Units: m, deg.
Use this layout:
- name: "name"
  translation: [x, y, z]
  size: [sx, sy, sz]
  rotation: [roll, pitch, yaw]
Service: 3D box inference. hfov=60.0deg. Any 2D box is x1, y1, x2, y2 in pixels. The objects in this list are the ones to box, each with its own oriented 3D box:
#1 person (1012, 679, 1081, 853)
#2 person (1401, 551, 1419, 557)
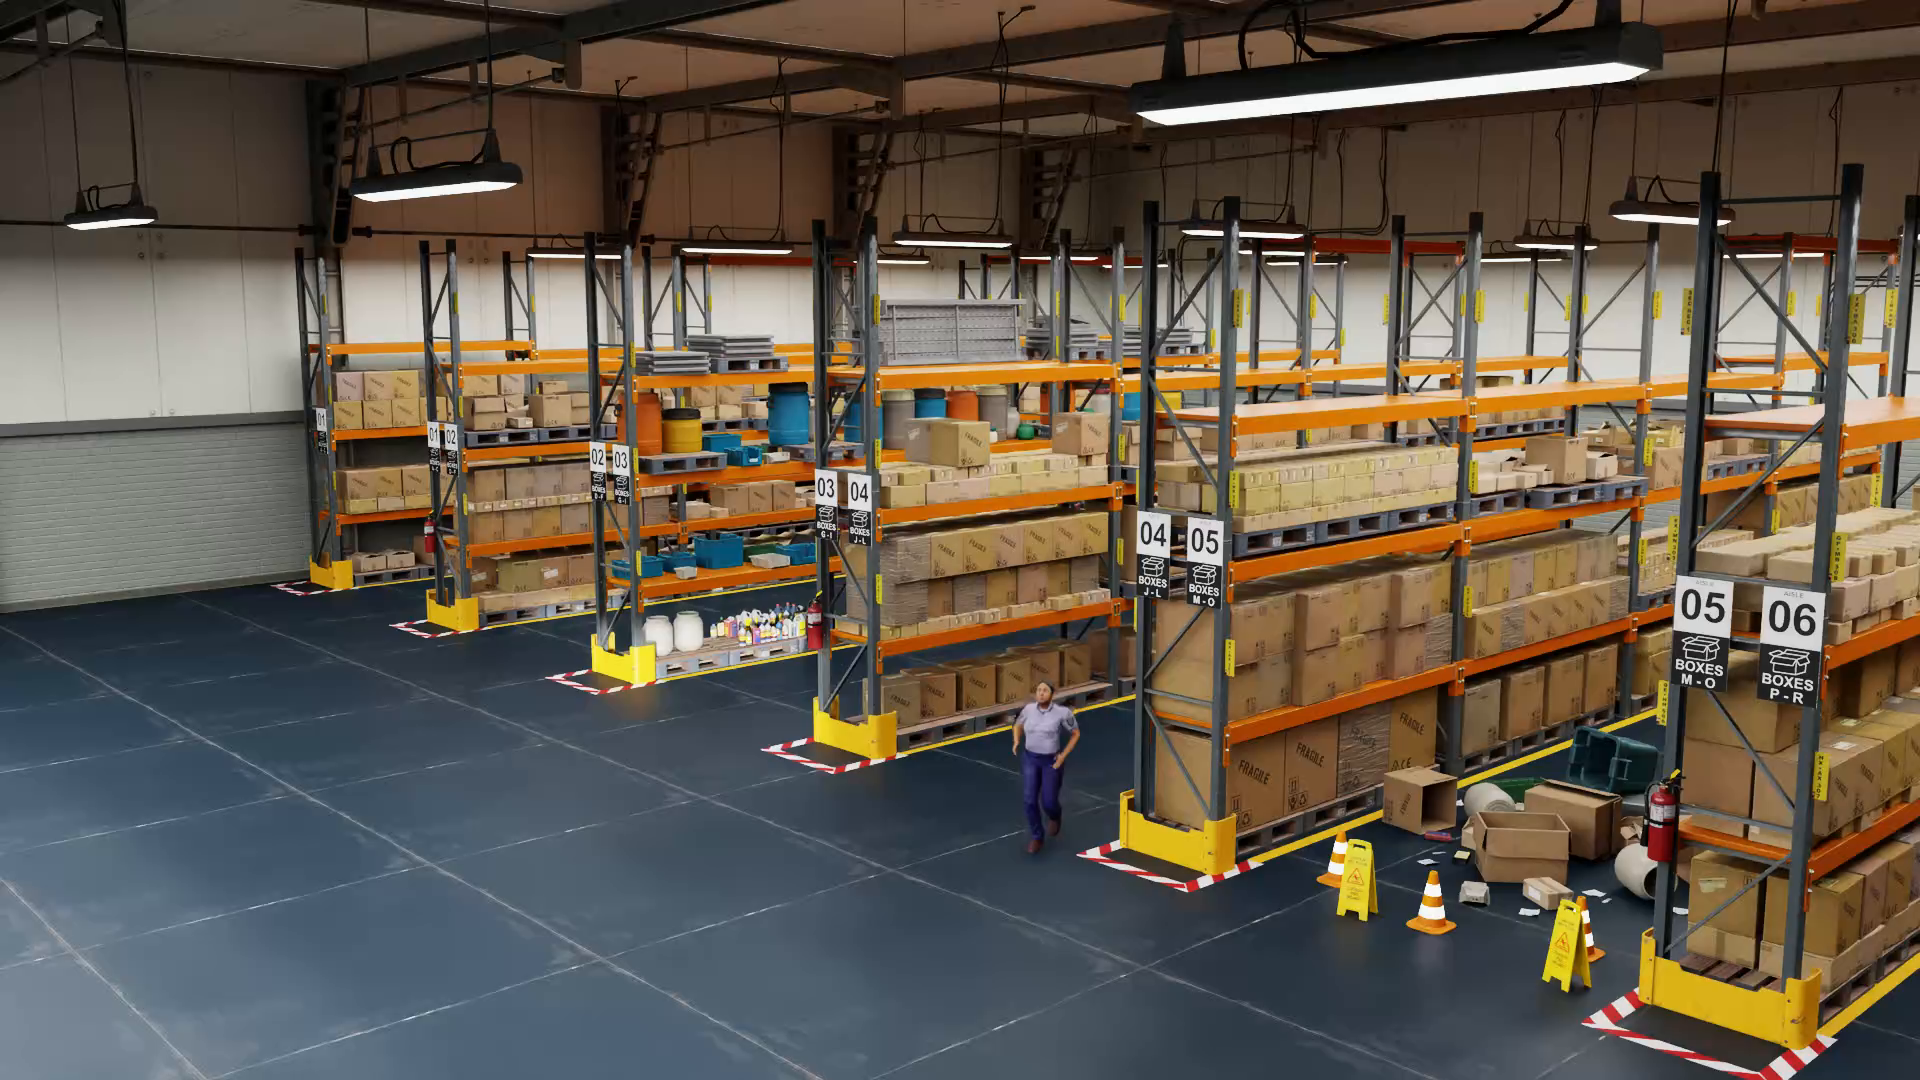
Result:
- name: "person"
  translation: [0.791, 2.107, 15.669]
  size: [0.650, 1.630, 0.596]
  rotation: [4, 9, 24]
- name: "person"
  translation: [6.028, 1.053, 22.334]
  size: [0.680, 1.852, 0.752]
  rotation: [8, 11, 43]
